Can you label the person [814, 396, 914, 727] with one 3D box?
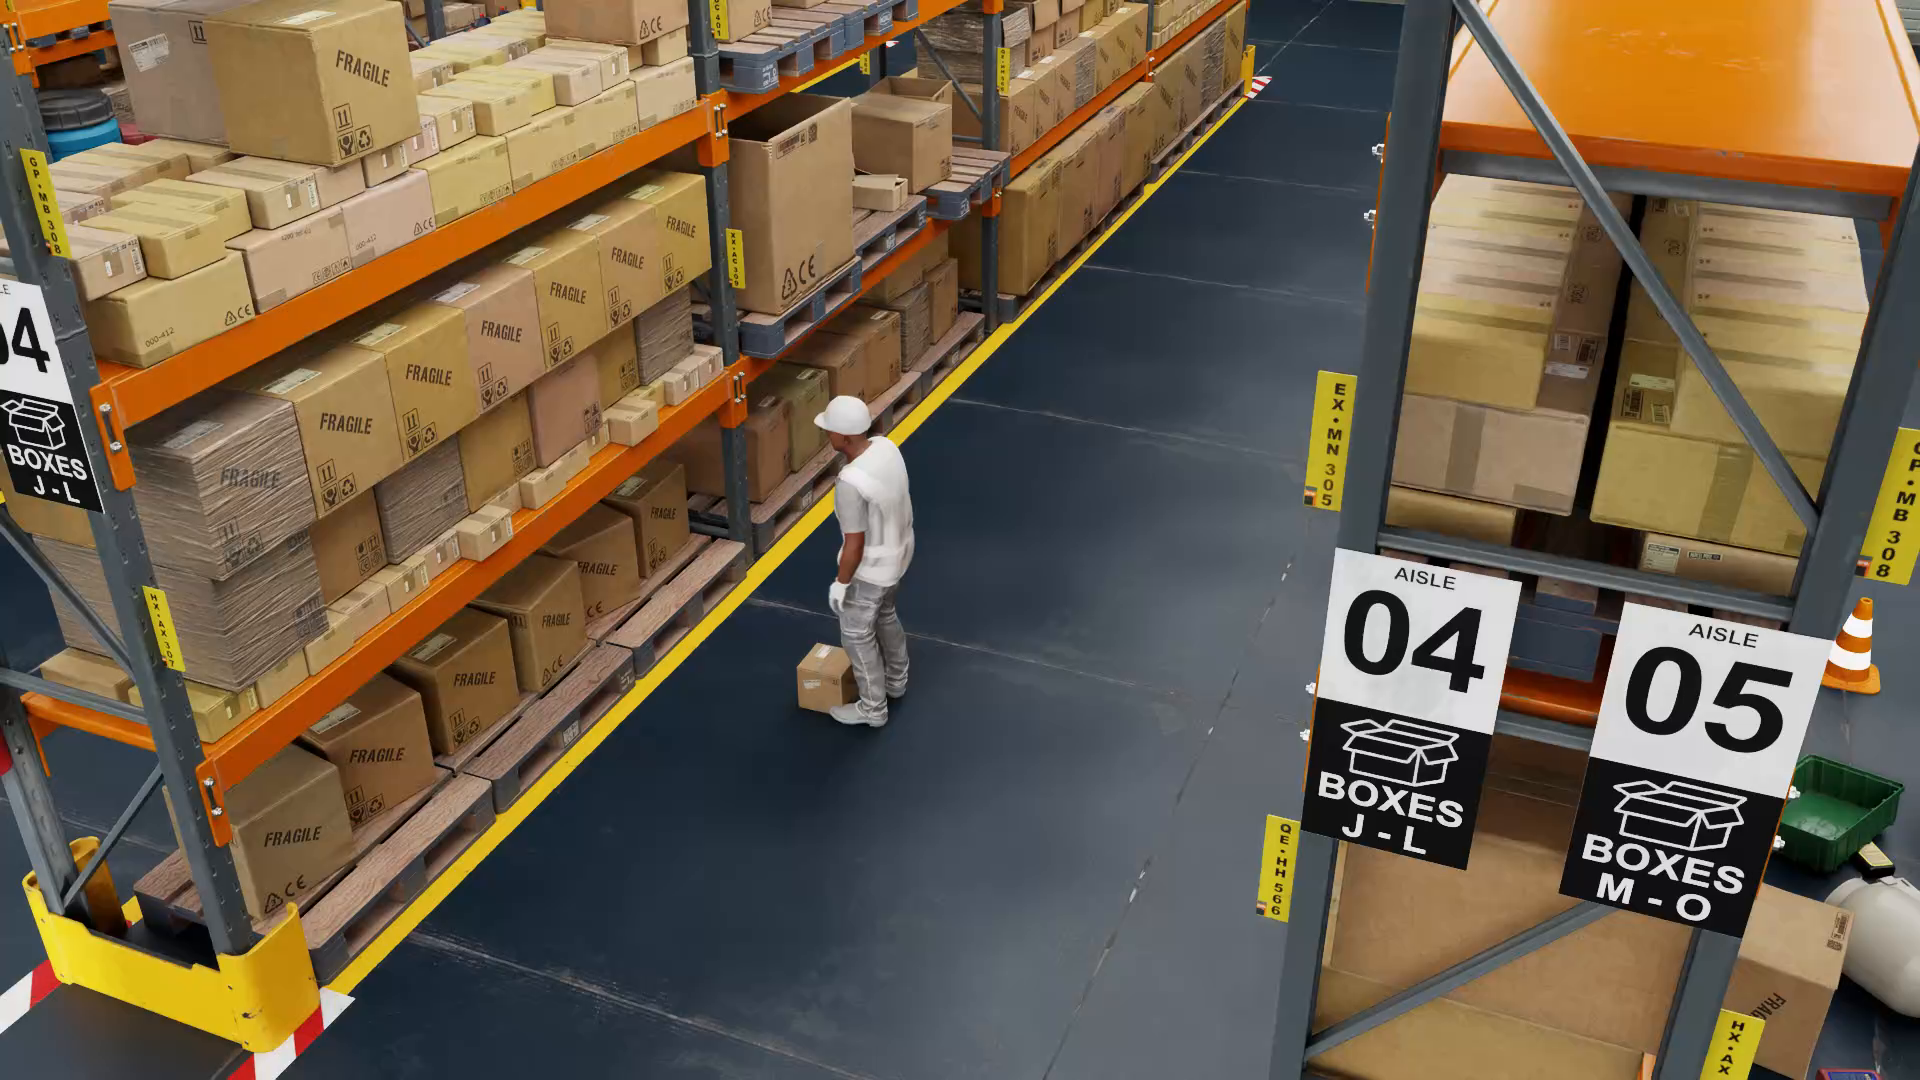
[{"bbox_3d":[-0.464,0.104,8.202,0.443,1.776,0.631,10,31,17],"label":"person"}]
